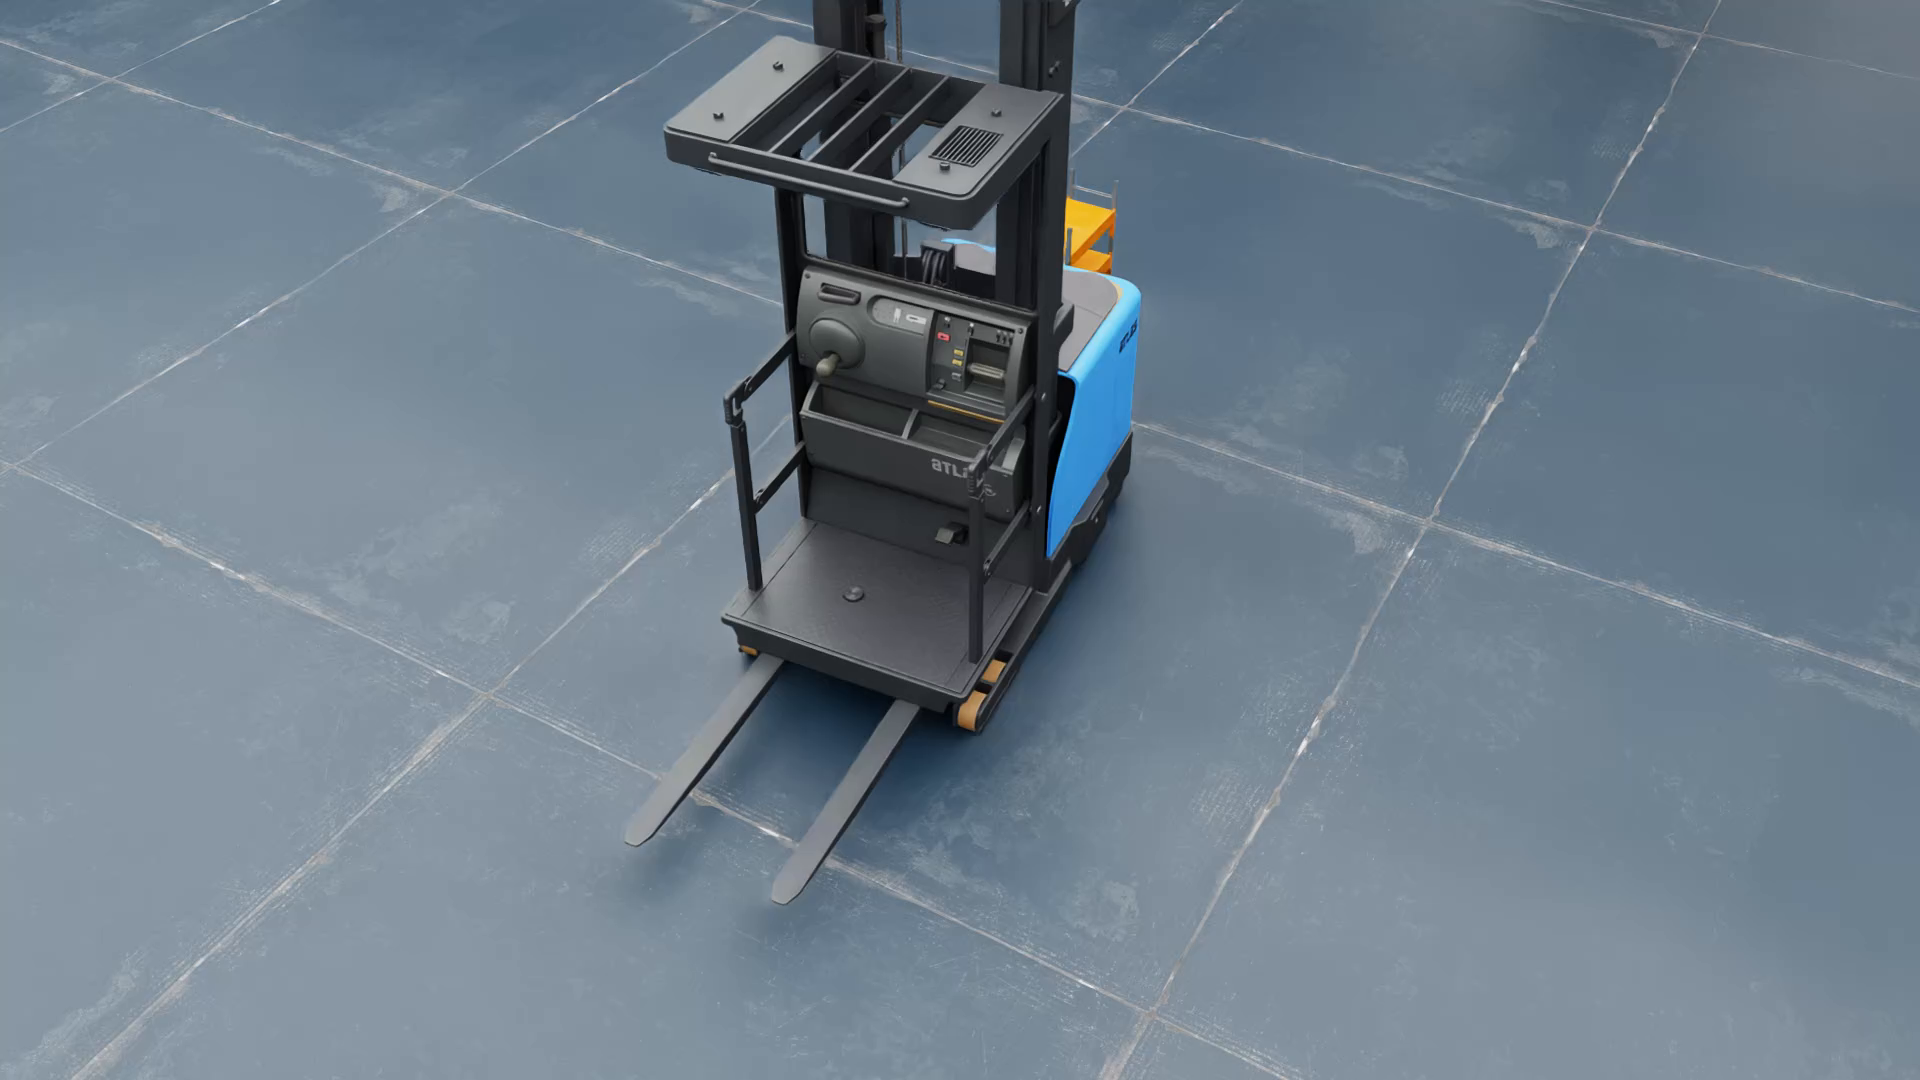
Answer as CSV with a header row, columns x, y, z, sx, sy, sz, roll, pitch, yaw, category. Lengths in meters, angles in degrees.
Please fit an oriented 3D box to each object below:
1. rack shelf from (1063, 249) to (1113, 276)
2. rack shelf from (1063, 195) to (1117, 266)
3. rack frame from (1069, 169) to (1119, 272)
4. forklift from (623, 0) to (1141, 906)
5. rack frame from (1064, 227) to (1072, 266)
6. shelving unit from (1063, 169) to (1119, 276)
x,y,z,sx,sy,sz,roll,pitch,yaw,category
0.497,-1.203,7.780,0.258,0.148,0.480,20,44,21,rack shelf
0.499,-1.383,7.627,0.258,0.148,0.480,20,44,21,rack shelf
0.613,-1.222,8.045,0.240,1.200,0.015,20,44,21,rack frame
-0.277,-0.662,6.099,1.130,2.935,3.031,17,44,18,forklift
0.379,-0.946,7.718,0.240,1.200,0.015,20,44,21,rack frame
0.496,-1.084,7.882,0.258,1.200,0.503,20,44,21,shelving unit
